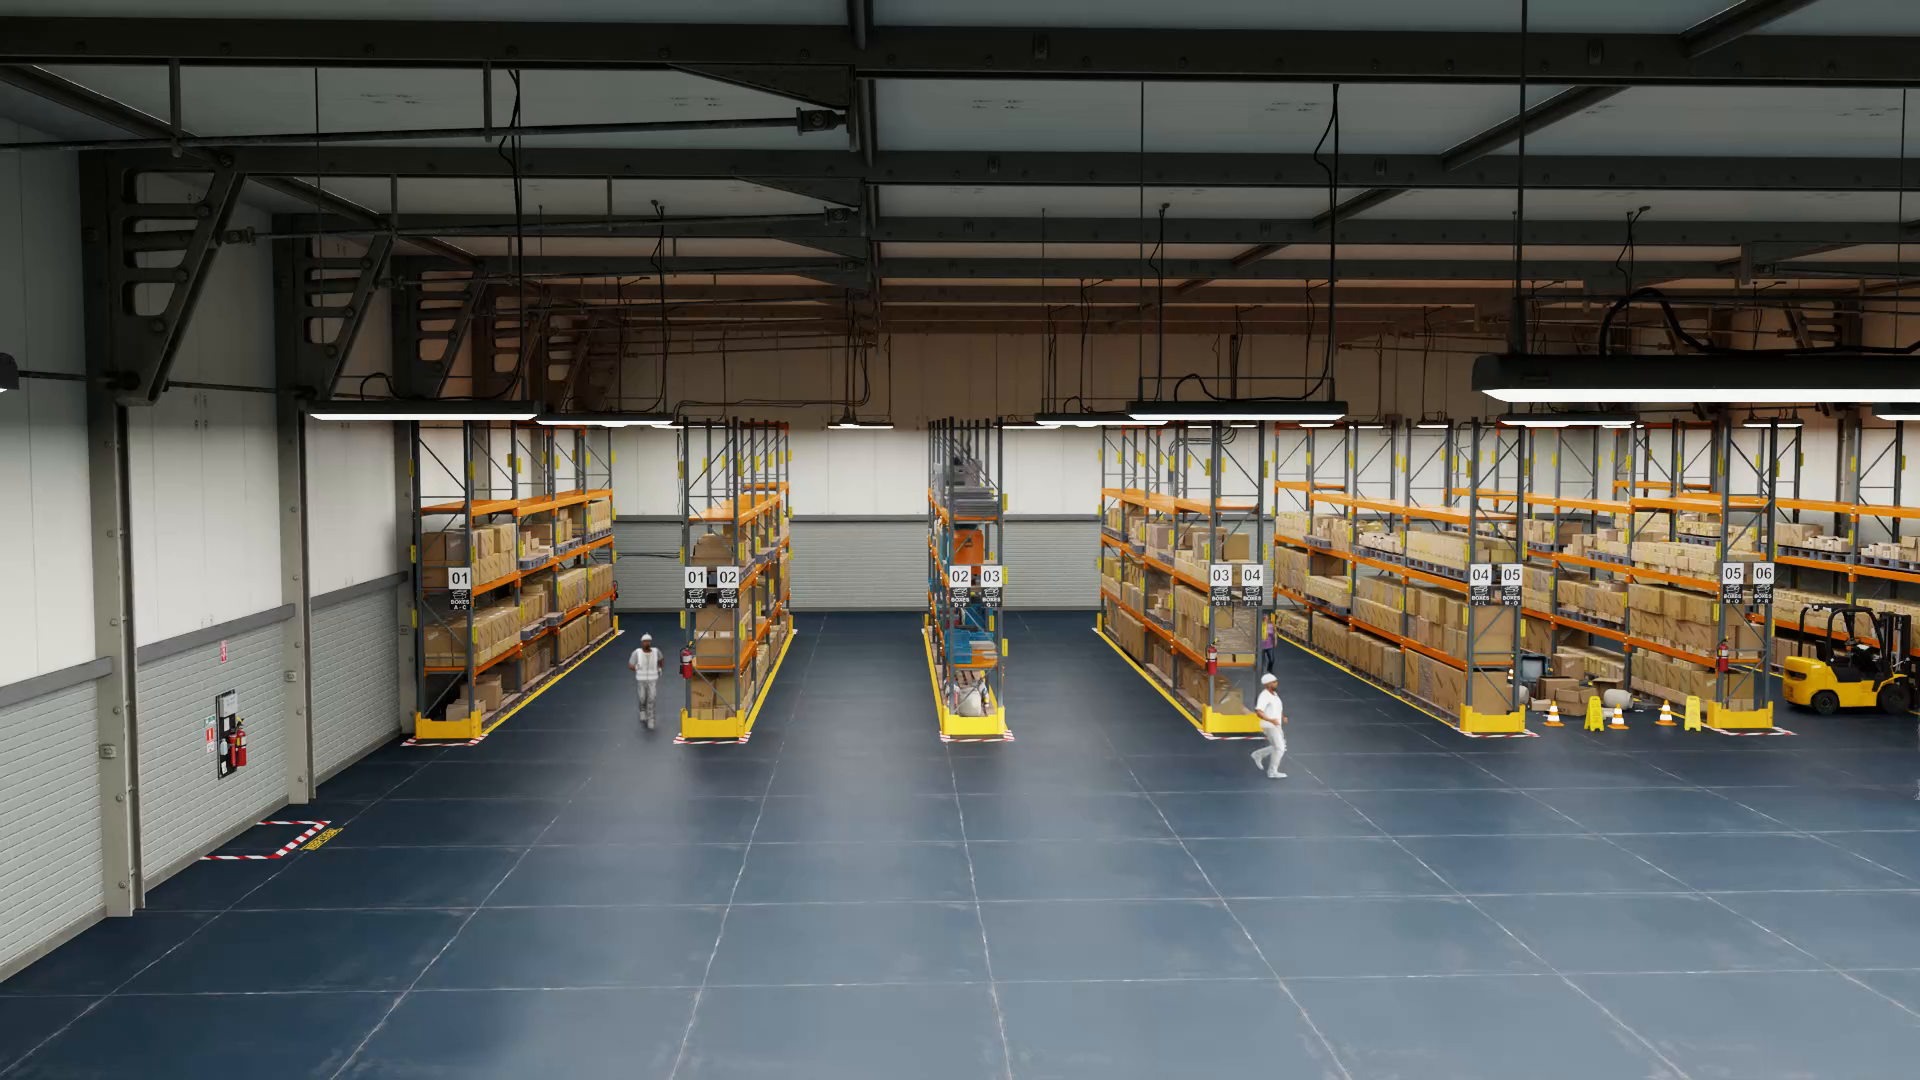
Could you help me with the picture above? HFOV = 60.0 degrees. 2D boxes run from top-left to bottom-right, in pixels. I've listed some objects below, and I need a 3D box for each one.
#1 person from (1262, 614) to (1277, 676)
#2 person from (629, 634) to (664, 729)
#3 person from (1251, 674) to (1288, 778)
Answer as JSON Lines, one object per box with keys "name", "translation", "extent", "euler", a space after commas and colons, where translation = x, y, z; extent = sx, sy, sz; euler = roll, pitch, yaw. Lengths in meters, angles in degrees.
{"name": "person", "translation": [6.943, 2.481, 37.662], "extent": [0.562, 1.637, 0.682], "euler": [0, 4, -7]}
{"name": "person", "translation": [-6.044, 2.703, 32.109], "extent": [0.685, 1.763, 0.971], "euler": [-1, 4, -14]}
{"name": "person", "translation": [5.104, 3.067, 27.505], "extent": [0.625, 1.719, 0.700], "euler": [2, 4, 26]}
